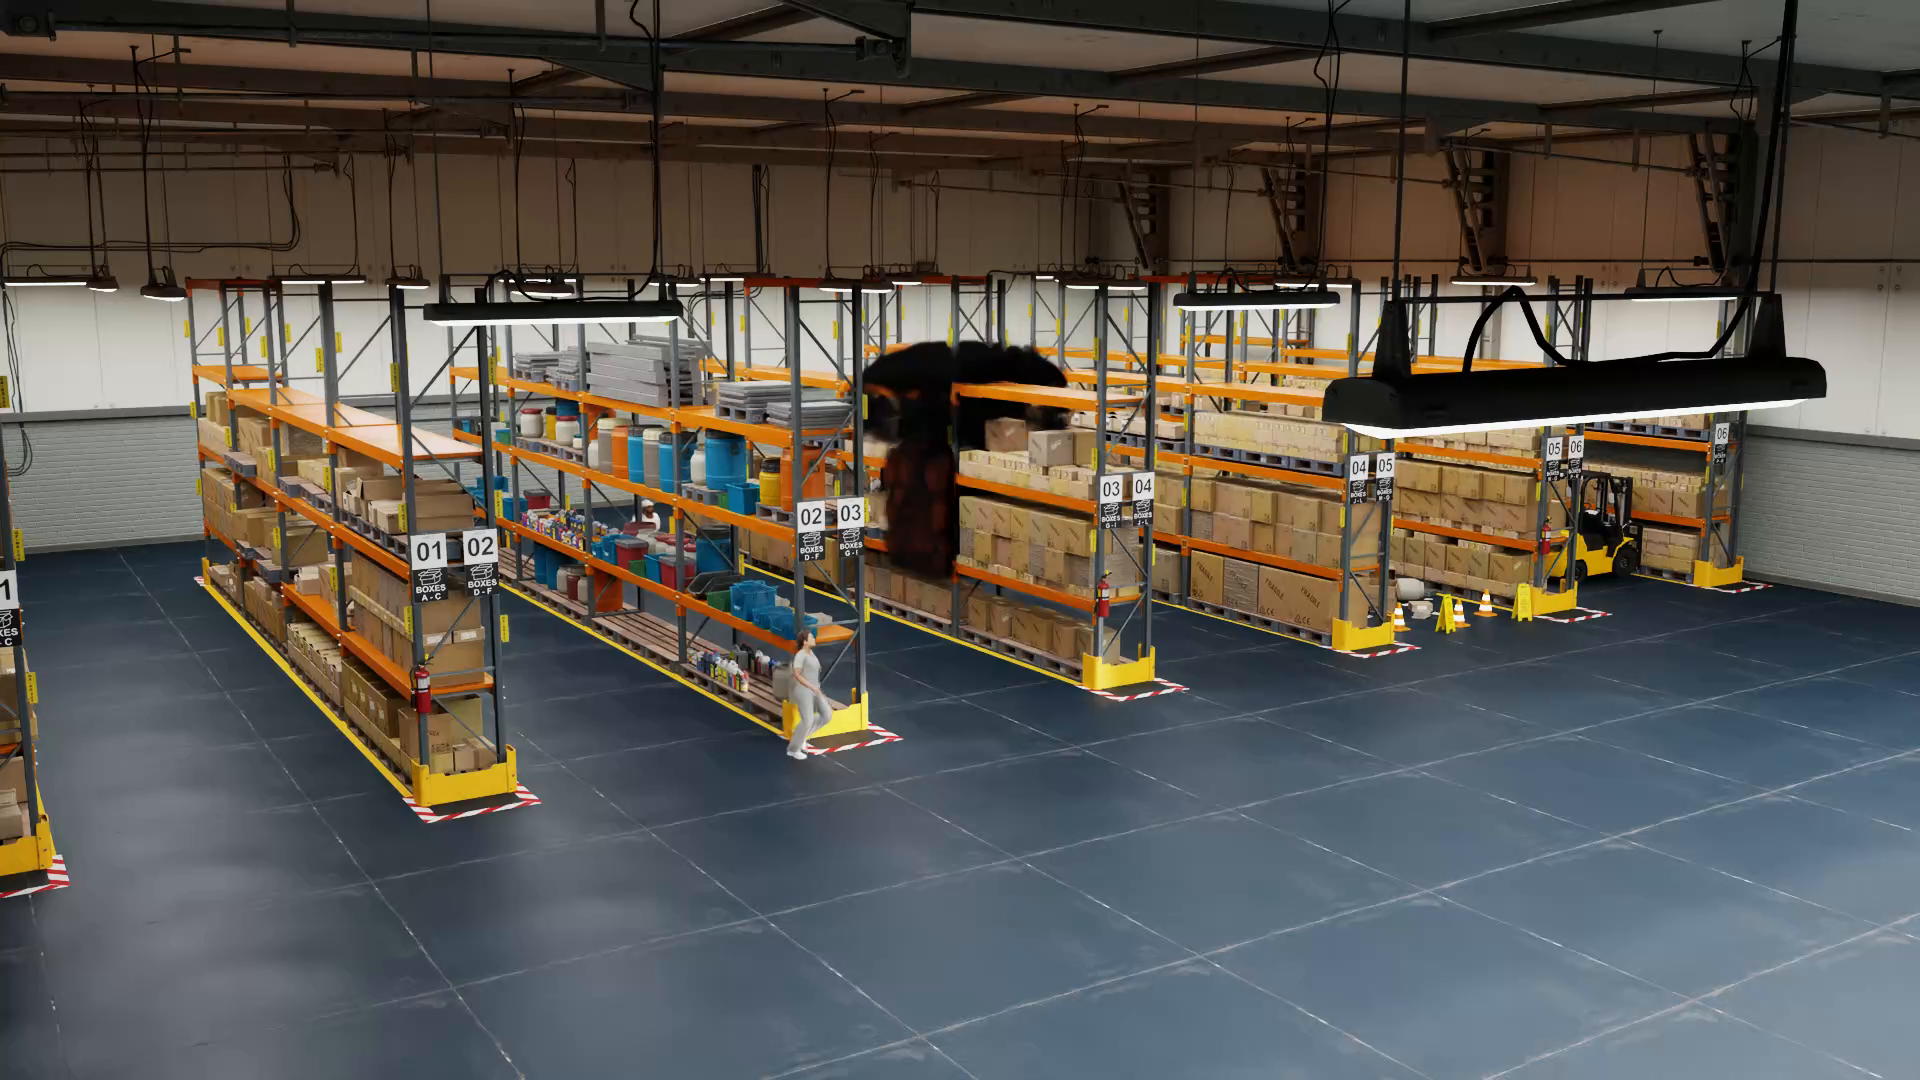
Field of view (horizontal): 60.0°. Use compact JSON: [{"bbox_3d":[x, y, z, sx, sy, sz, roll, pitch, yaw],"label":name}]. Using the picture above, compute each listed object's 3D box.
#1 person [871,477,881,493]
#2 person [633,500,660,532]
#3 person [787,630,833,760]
[{"bbox_3d":[-2.172,-1.551,42.082,0.584,1.721,0.775,1,10,4],"label":"person"},{"bbox_3d":[-6.044,0.075,32.370,0.703,1.729,0.575,-8,13,-41],"label":"person"},{"bbox_3d":[-1.892,1.955,21.181,0.538,1.591,0.621,3,10,19],"label":"person"}]
